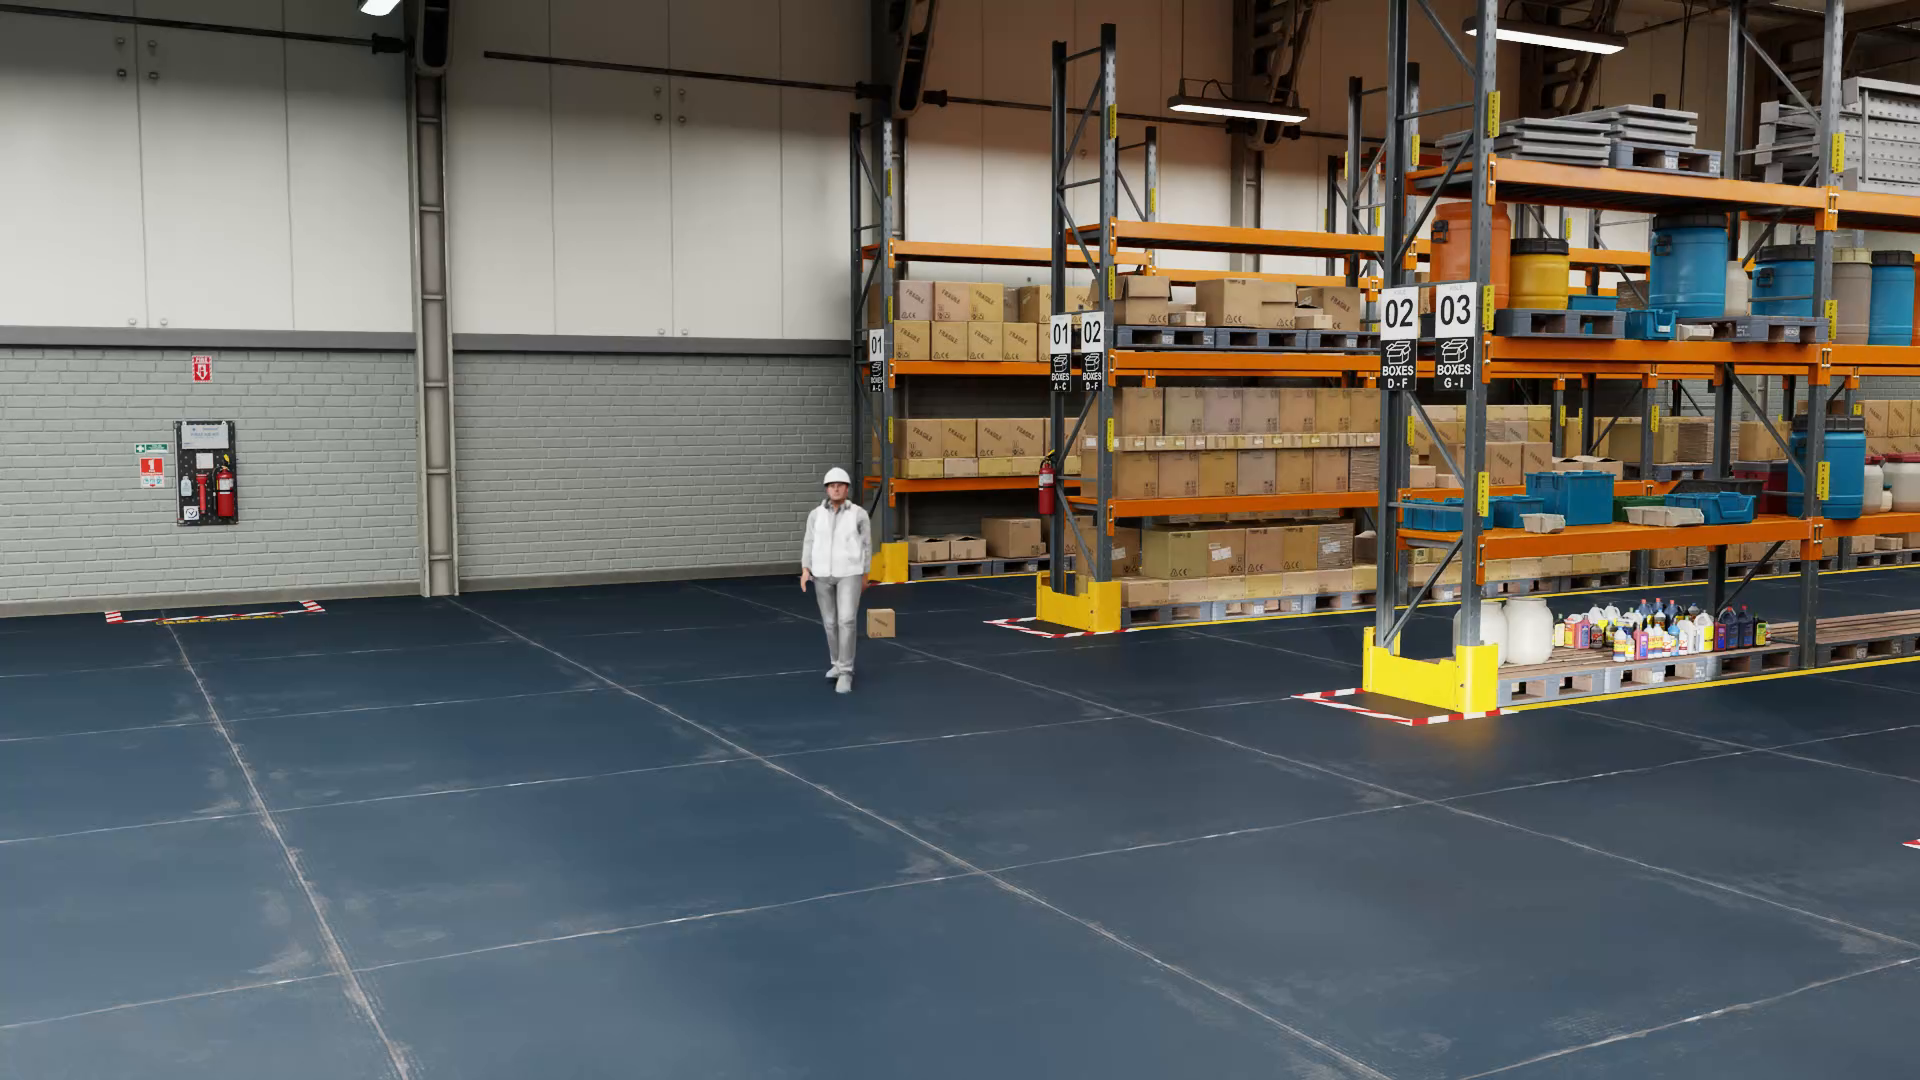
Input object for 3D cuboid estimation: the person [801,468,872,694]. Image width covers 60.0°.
[{"bbox_3d":[-1.029,0.315,13.546,0.548,1.800,0.769,1,5,12],"label":"person"}]
